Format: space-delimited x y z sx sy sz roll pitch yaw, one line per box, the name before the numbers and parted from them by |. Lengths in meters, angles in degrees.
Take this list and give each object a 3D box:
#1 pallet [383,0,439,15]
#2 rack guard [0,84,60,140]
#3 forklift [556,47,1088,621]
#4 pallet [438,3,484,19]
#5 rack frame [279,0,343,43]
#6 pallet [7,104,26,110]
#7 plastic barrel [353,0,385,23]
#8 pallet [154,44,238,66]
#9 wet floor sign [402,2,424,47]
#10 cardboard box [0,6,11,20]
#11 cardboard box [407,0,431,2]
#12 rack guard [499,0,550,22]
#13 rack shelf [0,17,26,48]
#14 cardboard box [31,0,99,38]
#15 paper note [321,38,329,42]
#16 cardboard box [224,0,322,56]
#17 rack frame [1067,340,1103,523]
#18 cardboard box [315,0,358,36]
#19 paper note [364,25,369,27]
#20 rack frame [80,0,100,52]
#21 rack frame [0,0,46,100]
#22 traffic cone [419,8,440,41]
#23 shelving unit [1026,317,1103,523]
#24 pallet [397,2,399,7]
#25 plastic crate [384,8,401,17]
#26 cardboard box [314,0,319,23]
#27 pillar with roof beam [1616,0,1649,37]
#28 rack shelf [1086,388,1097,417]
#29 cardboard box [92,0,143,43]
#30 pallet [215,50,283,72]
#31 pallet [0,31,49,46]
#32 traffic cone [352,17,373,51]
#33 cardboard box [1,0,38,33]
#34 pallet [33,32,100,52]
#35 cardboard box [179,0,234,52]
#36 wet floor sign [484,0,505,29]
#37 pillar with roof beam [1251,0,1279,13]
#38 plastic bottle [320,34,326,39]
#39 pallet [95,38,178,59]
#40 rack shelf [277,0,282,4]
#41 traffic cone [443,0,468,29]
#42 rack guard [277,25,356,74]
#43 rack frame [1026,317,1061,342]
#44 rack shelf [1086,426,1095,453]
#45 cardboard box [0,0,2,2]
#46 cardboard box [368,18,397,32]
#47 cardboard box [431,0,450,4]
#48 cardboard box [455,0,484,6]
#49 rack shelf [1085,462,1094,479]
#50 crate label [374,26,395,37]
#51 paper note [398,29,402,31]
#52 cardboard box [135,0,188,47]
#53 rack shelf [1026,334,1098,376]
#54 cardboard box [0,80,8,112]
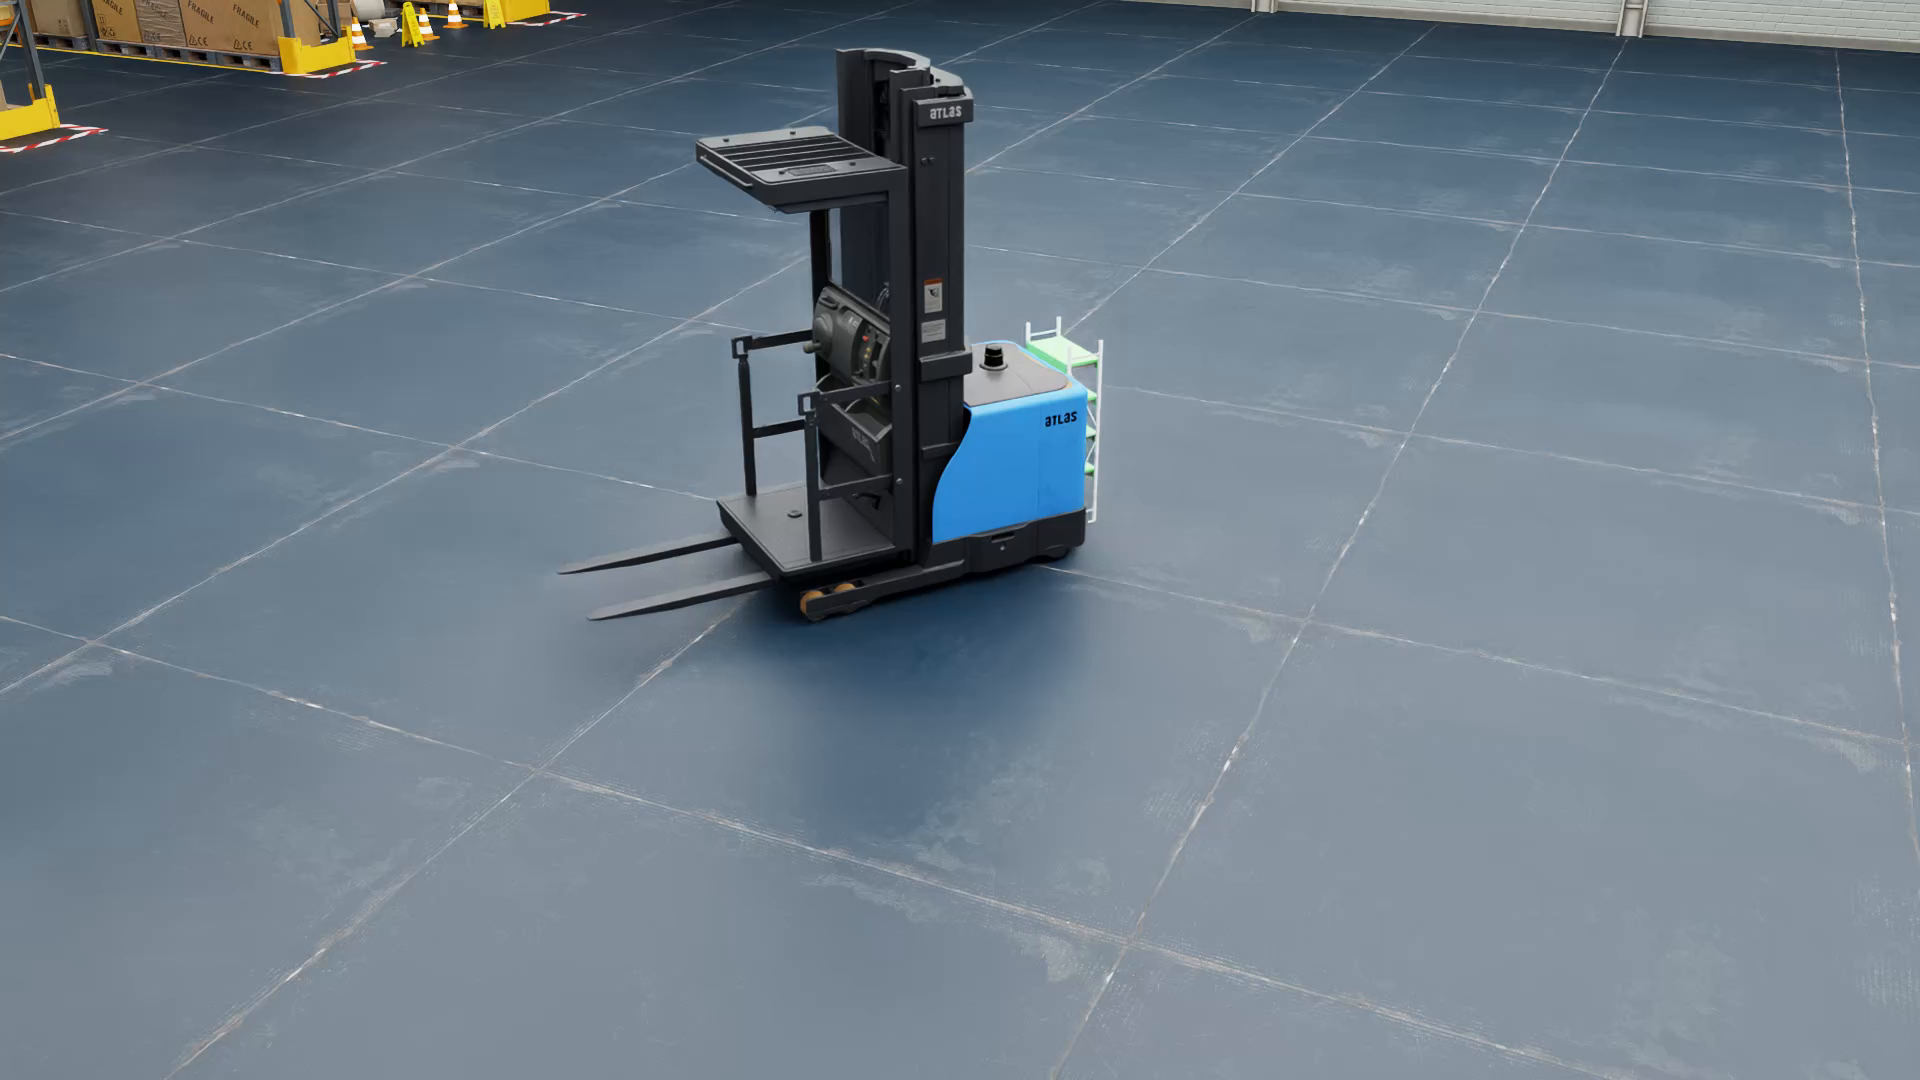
pallet | -9.308 -9.420 29.144 1.213 0.211 1.003 11 28 22
rack guard | -11.579 -5.178 20.202 0.348 0.500 1.175 11 28 22
forklift | -0.791 -1.128 9.222 3.031 2.935 1.130 -13 29 -24
pallet | -8.202 -9.196 28.690 1.213 0.211 1.003 11 28 22
rack frame | -9.365 -8.262 23.635 0.127 3.000 1.000 11 28 22
pallet | -12.304 -5.211 20.596 1.213 0.211 1.003 11 28 22
plastic barrel | -9.915 -8.884 27.814 0.512 0.421 0.421 -12 29 -23
pallet | -11.232 -7.349 24.938 1.213 0.211 1.003 11 28 22
wet floor sign | -8.519 -7.996 25.761 0.232 0.644 0.267 6 27 13
cardboard box | -11.671 -6.321 19.977 0.250 0.149 0.380 11 28 22
cardboard box | -9.202 -9.456 28.698 0.500 0.250 0.500 10 28 20
rack guard | -7.477 -9.163 28.295 0.348 0.500 1.175 11 28 22
rack shelf | -13.331 -6.329 20.523 4.000 0.370 1.077 11 28 22
cardboard box | -13.608 -8.250 25.681 0.750 0.750 1.050 11 28 22
paper note | -10.052 -7.891 26.244 0.142 0.017 0.144 23 35 39
cardboard box | -10.010 -7.594 24.209 0.875 0.875 0.875 12 28 22
rack frame | 0.748 -0.635 10.180 0.240 1.200 0.015 -13 29 -25
cardboard box | -10.055 -8.454 26.851 0.637 0.503 0.797 -7 27 -14
paper note | -9.803 -8.521 27.536 0.142 0.019 0.148 23 35 39
rack frame | -13.006 -8.993 25.120 0.127 3.000 1.000 11 28 22
rack frame | -11.510 -6.286 19.621 0.127 3.000 1.000 11 28 22
traffic cone | -8.483 -8.184 26.348 0.334 0.463 0.336 11 28 22
shelving unit | 0.633 -0.730 10.374 0.258 1.200 0.503 -13 29 -25
pallet | -10.423 -9.642 29.596 1.213 0.211 1.003 11 28 22
plastic crate | -9.959 -9.075 28.592 0.583 0.080 0.402 2 26 4
cardboard box | -10.909 -8.682 27.161 0.503 0.637 0.797 11 28 22
pillar with roof beam | 8.986 -10.426 21.239 0.400 9.000 9.100 11 28 22
rack shelf | 0.633 -0.888 10.296 0.258 0.148 0.480 -13 29 -25
cardboard box | -12.463 -8.085 25.206 0.875 0.875 0.875 12 29 23
pallet | -10.125 -7.125 24.484 1.213 0.211 1.003 11 28 22
pallet | -14.854 -8.075 26.413 1.213 0.211 1.003 11 28 22
traffic cone | -9.260 -7.792 25.552 0.334 0.463 0.336 11 28 22
cardboard box | -14.485 -8.427 26.043 0.750 0.750 1.050 11 28 22
pallet | -13.740 -7.853 25.961 1.213 0.211 1.003 11 28 22
cardboard box | -10.811 -7.754 24.534 0.875 0.875 0.875 11 28 21
wet floor sign | -7.678 -8.749 27.290 0.232 0.644 0.267 23 35 39
pillar with roof beam | 3.524 -11.523 23.467 0.400 9.000 9.100 11 28 22
plastic bottle | -10.264 -8.027 26.485 0.283 0.061 0.133 2 26 4
pallet | -12.346 -7.572 25.390 1.213 0.211 1.003 11 28 22
rack shelf | -11.185 -8.305 24.536 4.000 0.370 1.077 11 28 22
traffic cone | -8.333 -8.692 27.381 0.334 0.463 0.336 11 28 22
rack guard | -9.343 -7.136 24.178 0.348 0.500 1.175 11 28 22
rack frame | 0.519 -0.825 10.567 0.240 1.200 0.015 -13 29 -25
rack shelf | 0.633 -0.672 10.402 0.258 0.148 0.480 -13 29 -25
cardboard box | -11.999 -6.576 19.760 0.500 0.500 0.875 11 28 22
cardboard box | -9.436 -8.419 27.181 0.380 0.149 0.250 -18 31 -31
cardboard box | -8.723 -9.363 28.509 0.500 0.250 0.500 11 28 22
cardboard box | -8.277 -9.269 28.319 0.500 0.250 0.500 11 28 22
rack shelf | 0.633 -0.457 10.508 0.258 0.148 0.480 -13 29 -25
crate label | -9.225 -8.157 26.662 0.298 0.136 0.250 -2 26 -5
paper note | -9.092 -8.311 27.096 0.142 0.019 0.148 2 26 4
cardboard box | -11.640 -7.922 24.874 0.875 0.875 0.875 12 28 22
rack shelf | 0.633 -1.103 10.190 0.258 0.148 0.480 -13 29 -25
cardboard box | -12.071 -5.474 20.326 0.500 0.500 0.500 17 31 31
